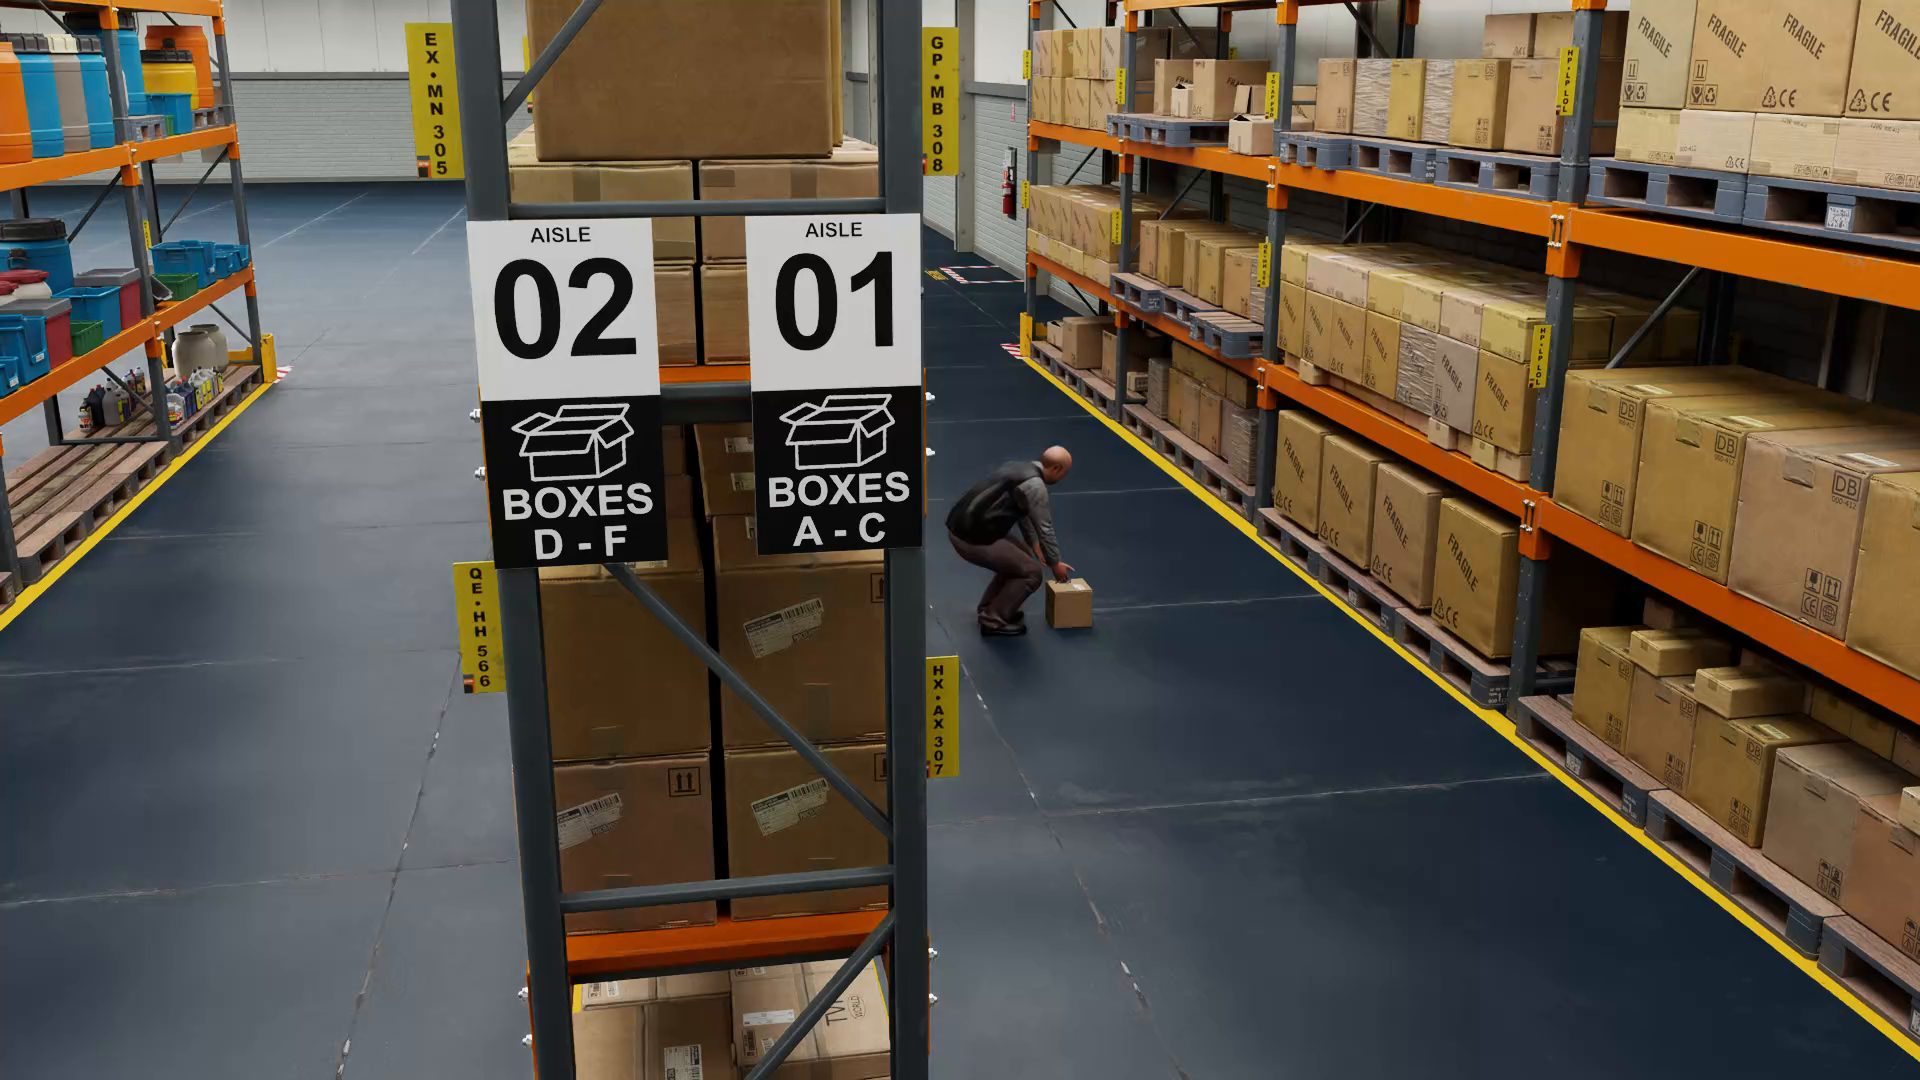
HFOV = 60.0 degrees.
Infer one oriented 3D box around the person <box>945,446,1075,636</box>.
[{"bbox_3d":[0.315,-0.014,10.624,0.814,1.168,0.573,-3,17,-11],"label":"person"}]
